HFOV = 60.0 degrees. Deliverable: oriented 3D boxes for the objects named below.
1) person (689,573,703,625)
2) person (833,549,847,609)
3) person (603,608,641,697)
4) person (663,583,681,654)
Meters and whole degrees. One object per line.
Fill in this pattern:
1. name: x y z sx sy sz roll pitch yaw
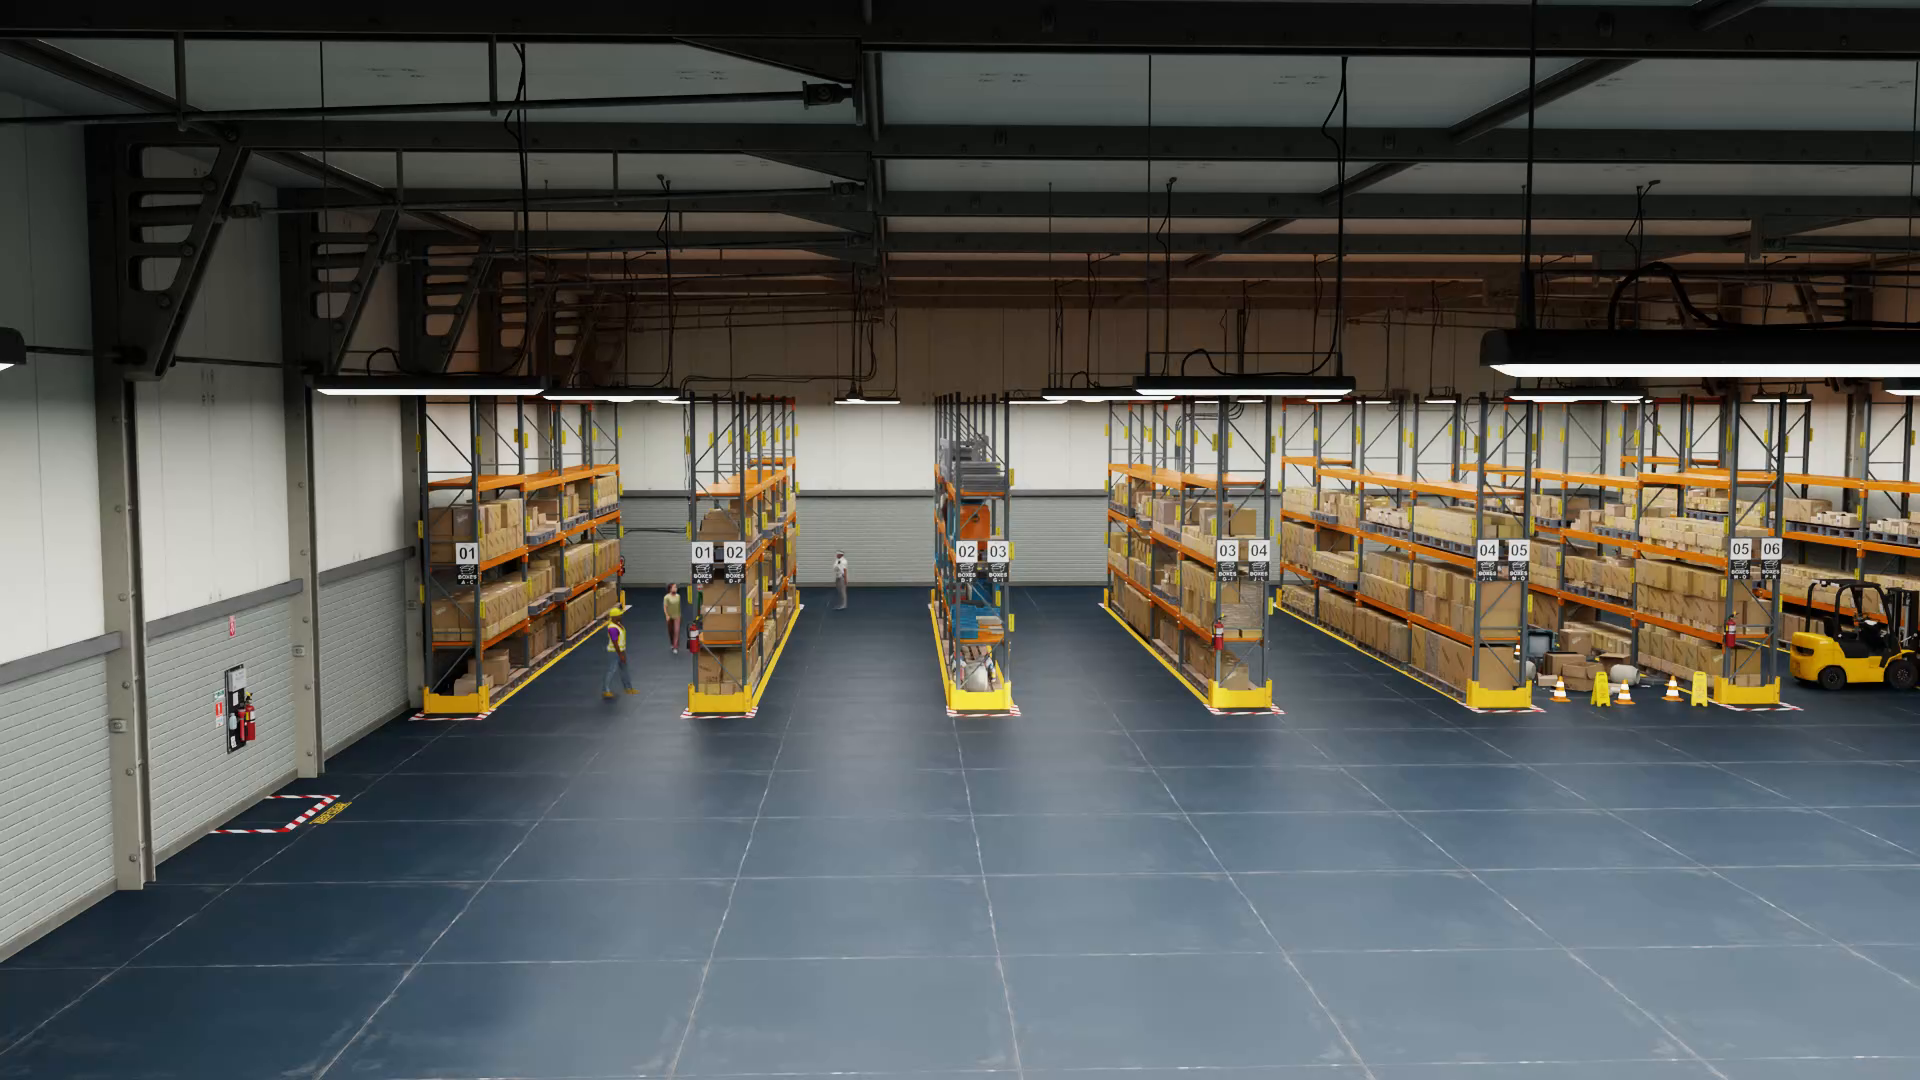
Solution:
1. person: -6.780 1.342 43.524 0.630 1.730 1.060 0 5 -4
2. person: -3.392 1.103 47.171 0.359 1.689 0.528 -4 6 -38
3. person: -6.726 2.213 32.885 0.634 1.763 0.711 1 5 8
4. person: -6.697 1.804 38.733 0.407 1.618 1.041 0 5 -1
